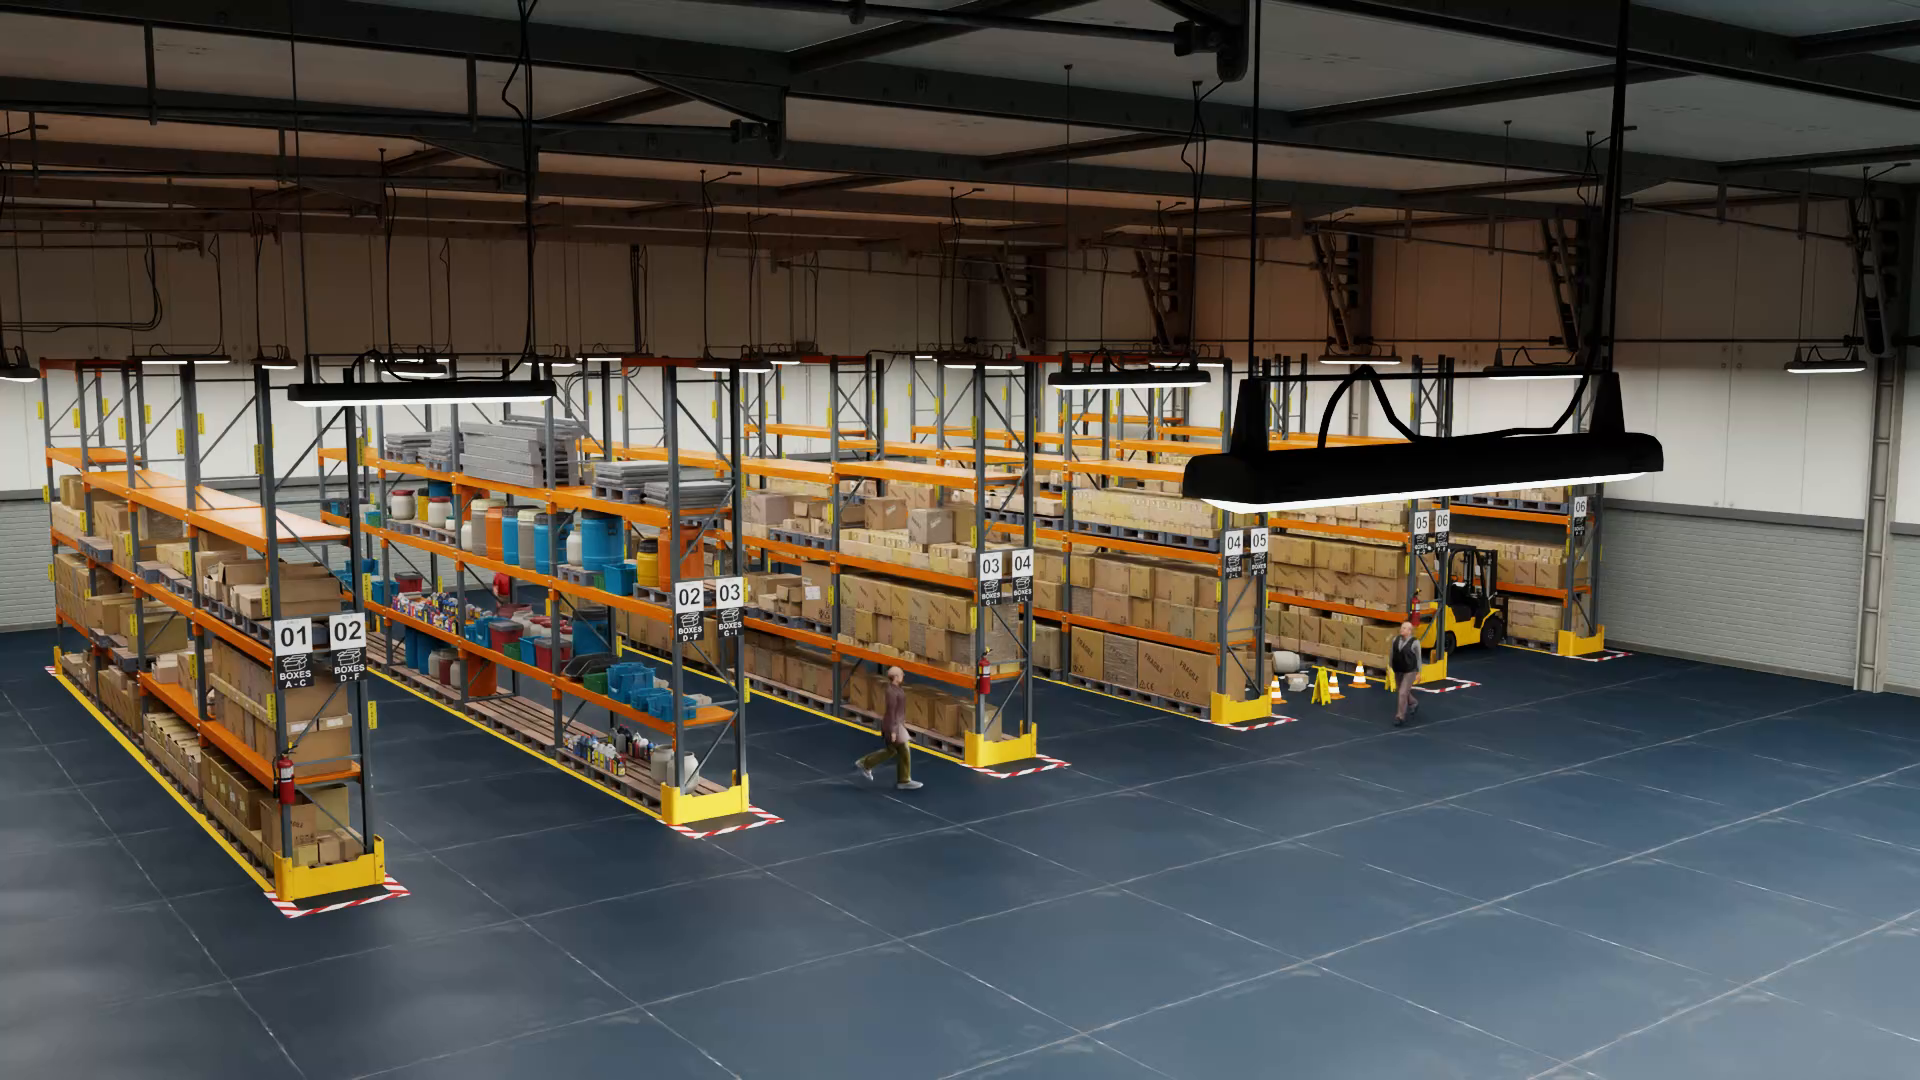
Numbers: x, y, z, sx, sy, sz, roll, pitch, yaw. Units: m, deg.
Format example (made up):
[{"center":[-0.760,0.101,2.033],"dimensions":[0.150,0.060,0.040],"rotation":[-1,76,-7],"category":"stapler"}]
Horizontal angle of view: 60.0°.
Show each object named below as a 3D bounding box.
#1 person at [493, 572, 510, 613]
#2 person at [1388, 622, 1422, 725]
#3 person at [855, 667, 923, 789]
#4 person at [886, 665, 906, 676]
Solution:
[{"center":[-9.614,1.266,35.230],"dimensions":[0.577,1.664,1.099],"rotation":[-6,9,-39],"category":"person"},{"center":[7.398,2.182,27.591],"dimensions":[0.964,1.690,0.557],"rotation":[-6,9,-43],"category":"person"},{"center":[-1.011,2.638,23.543],"dimensions":[0.984,1.740,0.592],"rotation":[1,7,4],"category":"person"},{"center":[-1.253,1.716,31.693],"dimensions":[0.888,1.688,0.584],"rotation":[6,9,43],"category":"person"}]
